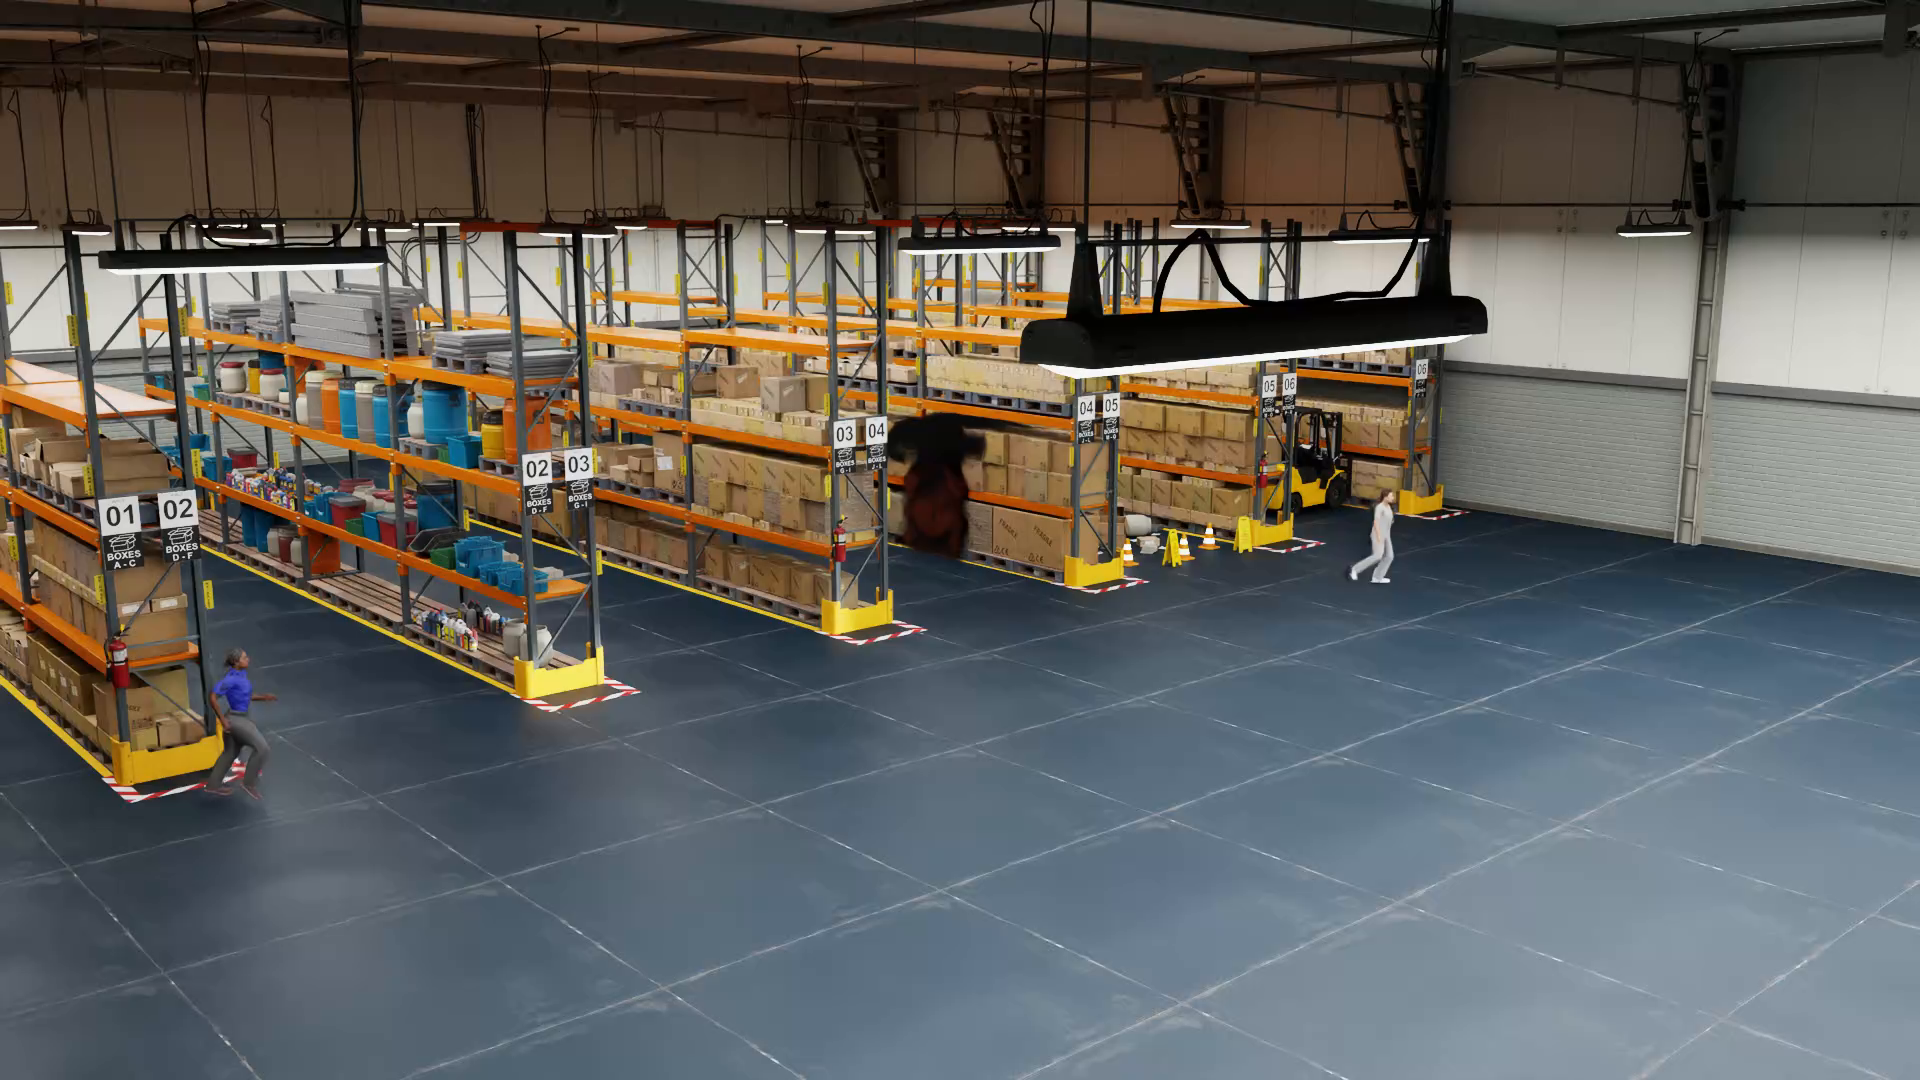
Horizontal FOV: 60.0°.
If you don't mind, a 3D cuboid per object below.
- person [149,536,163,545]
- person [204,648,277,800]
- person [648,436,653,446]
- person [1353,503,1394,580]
[{"bbox_3d":[-13.163,-0.120,27.370,0.408,0.577,0.534,8,14,36],"label":"person"},{"bbox_3d":[-7.738,1.994,17.865,0.796,1.699,0.548,-4,12,-20],"label":"person"},{"bbox_3d":[-7.482,-2.842,41.617,0.829,1.674,0.581,-6,13,-26],"label":"person"},{"bbox_3d":[7.035,0.020,28.128,0.534,1.316,0.632,10,15,40],"label":"person"}]
